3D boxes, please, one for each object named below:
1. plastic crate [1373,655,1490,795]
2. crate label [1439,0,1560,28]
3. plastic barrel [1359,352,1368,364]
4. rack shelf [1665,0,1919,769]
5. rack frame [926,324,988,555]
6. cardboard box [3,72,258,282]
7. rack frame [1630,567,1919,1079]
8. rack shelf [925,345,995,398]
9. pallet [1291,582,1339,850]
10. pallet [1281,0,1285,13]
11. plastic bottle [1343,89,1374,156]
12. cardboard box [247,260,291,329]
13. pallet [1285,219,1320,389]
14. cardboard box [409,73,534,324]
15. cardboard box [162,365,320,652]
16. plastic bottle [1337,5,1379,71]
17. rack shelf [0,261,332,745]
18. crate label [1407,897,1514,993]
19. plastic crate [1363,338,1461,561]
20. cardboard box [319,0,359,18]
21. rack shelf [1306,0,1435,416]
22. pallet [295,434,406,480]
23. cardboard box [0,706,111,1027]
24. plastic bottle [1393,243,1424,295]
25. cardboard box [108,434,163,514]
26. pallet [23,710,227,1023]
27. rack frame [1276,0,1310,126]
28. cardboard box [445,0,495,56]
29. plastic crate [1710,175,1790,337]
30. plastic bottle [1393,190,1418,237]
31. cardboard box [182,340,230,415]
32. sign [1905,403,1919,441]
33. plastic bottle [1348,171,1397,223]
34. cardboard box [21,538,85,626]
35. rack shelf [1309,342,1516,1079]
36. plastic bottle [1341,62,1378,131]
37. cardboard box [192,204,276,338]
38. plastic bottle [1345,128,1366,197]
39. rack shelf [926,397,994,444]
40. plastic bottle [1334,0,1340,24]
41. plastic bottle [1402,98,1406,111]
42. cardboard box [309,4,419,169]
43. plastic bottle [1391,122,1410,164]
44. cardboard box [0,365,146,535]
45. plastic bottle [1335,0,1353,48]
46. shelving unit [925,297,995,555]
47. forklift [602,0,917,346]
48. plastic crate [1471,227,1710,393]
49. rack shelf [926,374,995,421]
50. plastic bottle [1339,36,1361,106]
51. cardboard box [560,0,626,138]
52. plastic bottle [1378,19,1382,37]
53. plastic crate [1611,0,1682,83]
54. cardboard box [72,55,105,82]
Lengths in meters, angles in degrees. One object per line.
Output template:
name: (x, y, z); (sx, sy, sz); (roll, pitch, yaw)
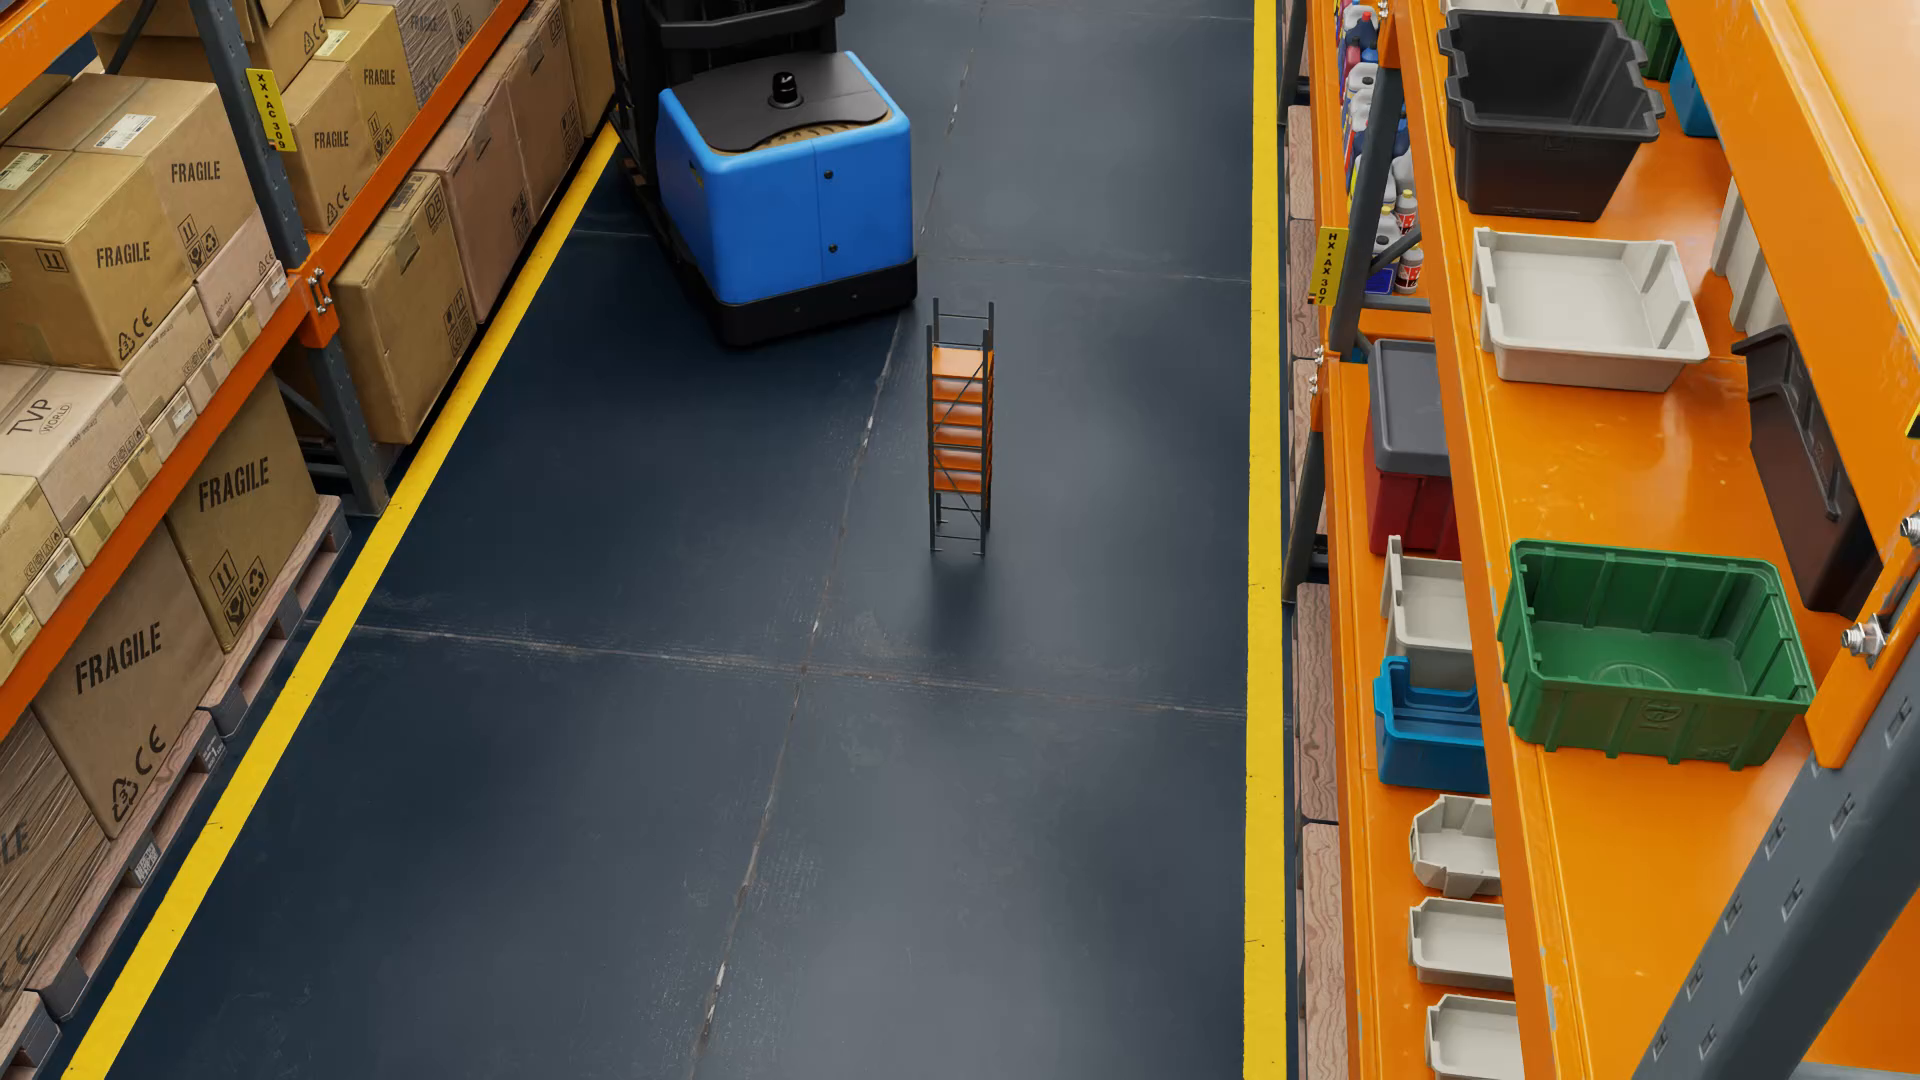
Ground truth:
plastic crate: (1.342, 0.524, 4.615); (0.416, 0.233, 0.300); (5, 44, 6)
crate label: (1.502, -1.505, 4.690); (0.293, 0.136, 0.466); (5, 44, 6)
plastic barrel: (1.942, -0.578, 6.922); (0.600, 0.901, 0.708); (5, 44, 6)
rack shelf: (1.589, -1.227, 2.837); (1.077, 0.370, 4.000); (5, 44, 6)
rack frame: (-0.010, -0.383, 6.804); (0.240, 1.200, 0.006); (5, 44, 6)
cardboard box: (-2.852, -1.257, 5.765); (0.500, 0.500, 0.500); (6, 44, 7)
rack frame: (1.321, -0.271, 1.013); (0.949, 2.616, 0.053); (5, 44, 6)
rack shelf: (0.002, -0.675, 6.653); (0.258, 0.103, 0.180); (5, 44, 6)
pallet: (1.795, 0.699, 6.381); (1.003, 0.211, 1.213); (5, 44, 6)
pallet: (2.687, -3.885, 11.222); (1.003, 0.211, 1.213); (5, 44, 6)
plastic bottle: (1.718, -1.756, 7.035); (0.152, 0.276, 0.135); (5, 44, 6)
cardboard box: (-2.772, -0.940, 6.266); (0.380, 0.149, 0.250); (5, 44, 6)
pallet: (2.156, -1.162, 8.346); (1.003, 0.211, 1.213); (5, 44, 6)
cardboard box: (-2.874, -1.697, 8.122); (1.225, 0.875, 0.875); (4, 44, 4)
cardboard box: (-3.223, -0.207, 6.549); (0.875, 0.875, 0.875); (5, 44, 6)
plastic bottle: (1.821, -2.289, 7.598); (0.152, 0.276, 0.135); (5, 44, 6)
rack shelf: (-3.321, 0.356, 5.238); (1.077, 0.370, 4.000); (5, 44, 6)
crate label: (1.318, 1.021, 4.160); (0.396, 0.136, 0.243); (5, 44, 6)
plastic crate: (1.487, -0.278, 5.294); (0.402, 0.464, 0.583); (5, 44, 6)
cardboard box: (-2.878, -2.572, 7.004); (0.797, 0.503, 0.637); (6, 44, 6)
rack shelf: (2.118, -1.920, 7.642); (1.077, 0.370, 4.000); (5, 44, 6)
pallet: (-3.029, -0.789, 7.952); (1.003, 0.211, 1.213); (5, 44, 6)
cardboard box: (-3.459, 1.013, 5.261); (0.875, 0.875, 0.875); (5, 44, 6)
plastic bottle: (1.711, -1.046, 6.339); (0.097, 0.201, 0.097); (0, 43, 0)
cardboard box: (-2.907, -0.238, 5.525); (0.380, 0.149, 0.250); (6, 44, 6)
pallet: (-3.393, 1.089, 5.969); (1.003, 0.211, 1.213); (5, 44, 6)
rack frame: (2.382, -3.544, 8.834); (1.000, 3.000, 0.127); (5, 44, 6)
cardboard box: (-2.552, -2.632, 7.797); (0.500, 0.500, 0.500); (6, 44, 6)
plastic crate: (1.923, -0.621, 3.651); (0.437, 0.282, 0.530); (5, 44, 6)
plastic bottle: (1.759, -1.295, 6.602); (0.097, 0.201, 0.097); (0, 43, 0)
cardboard box: (-2.840, -0.589, 5.896); (0.380, 0.149, 0.250); (5, 44, 5)
sign: (0.777, -0.192, 1.165); (0.100, 0.325, 0.005); (5, 44, 6)
plastic bottle: (1.633, -1.320, 6.575); (0.152, 0.276, 0.135); (5, 44, 6)
cardboard box: (-2.976, 0.109, 5.158); (0.380, 0.149, 0.250); (6, 44, 6)
rack shelf: (1.589, 0.806, 4.763); (1.077, 0.370, 4.000); (5, 44, 6)
plastic bottle: (1.748, -1.914, 7.202); (0.152, 0.276, 0.135); (5, 44, 6)
cardboard box: (-2.854, -0.997, 6.037); (0.500, 0.250, 0.500); (4, 44, 5)
plastic bottle: (1.675, -1.583, 6.798); (0.144, 0.351, 0.185); (5, 44, 6)
rack shelf: (0.002, -0.500, 6.818); (0.258, 0.103, 0.180); (5, 44, 6)
plastic bottle: (1.853, -2.592, 7.922); (0.097, 0.271, 0.097); (0, 43, 0)
plastic bottle: (1.844, -1.755, 7.038); (0.097, 0.271, 0.097); (0, 43, 0)
cardboard box: (-2.682, -1.938, 7.065); (0.500, 0.500, 0.500); (5, 44, 6)
plastic bottle: (1.818, -1.569, 6.784); (0.144, 0.351, 0.185); (5, 44, 6)
cardboard box: (-2.988, -0.297, 5.296); (0.500, 0.250, 0.500); (6, 44, 6)
plastic bottle: (1.807, -2.453, 7.766); (0.061, 0.283, 0.133); (5, 44, 6)
shelving unit: (0.002, -0.446, 6.870); (0.258, 1.200, 0.189); (5, 44, 6)
forklift: (-1.278, -3.042, 8.353); (1.130, 2.935, 3.031); (-17, 46, -17)
plastic crate: (1.352, -0.517, 3.646); (0.437, 0.136, 0.530); (5, 44, 6)
rack shelf: (0.002, -0.588, 6.736); (0.258, 0.103, 0.180); (5, 44, 6)
plastic bottle: (1.734, -2.078, 7.370); (0.061, 0.283, 0.133); (5, 44, 6)
cardboard box: (-2.639, -2.907, 9.401); (1.225, 0.875, 0.875); (3, 44, 4)
plastic bottle: (1.965, -2.285, 7.540); (0.144, 0.351, 0.185); (5, 44, 6)
plastic crate: (2.097, -1.514, 4.662); (0.450, 0.188, 0.662); (5, 44, 6)
cardboard box: (-3.265, -1.648, 6.759); (0.500, 0.500, 0.500); (5, 44, 6)
